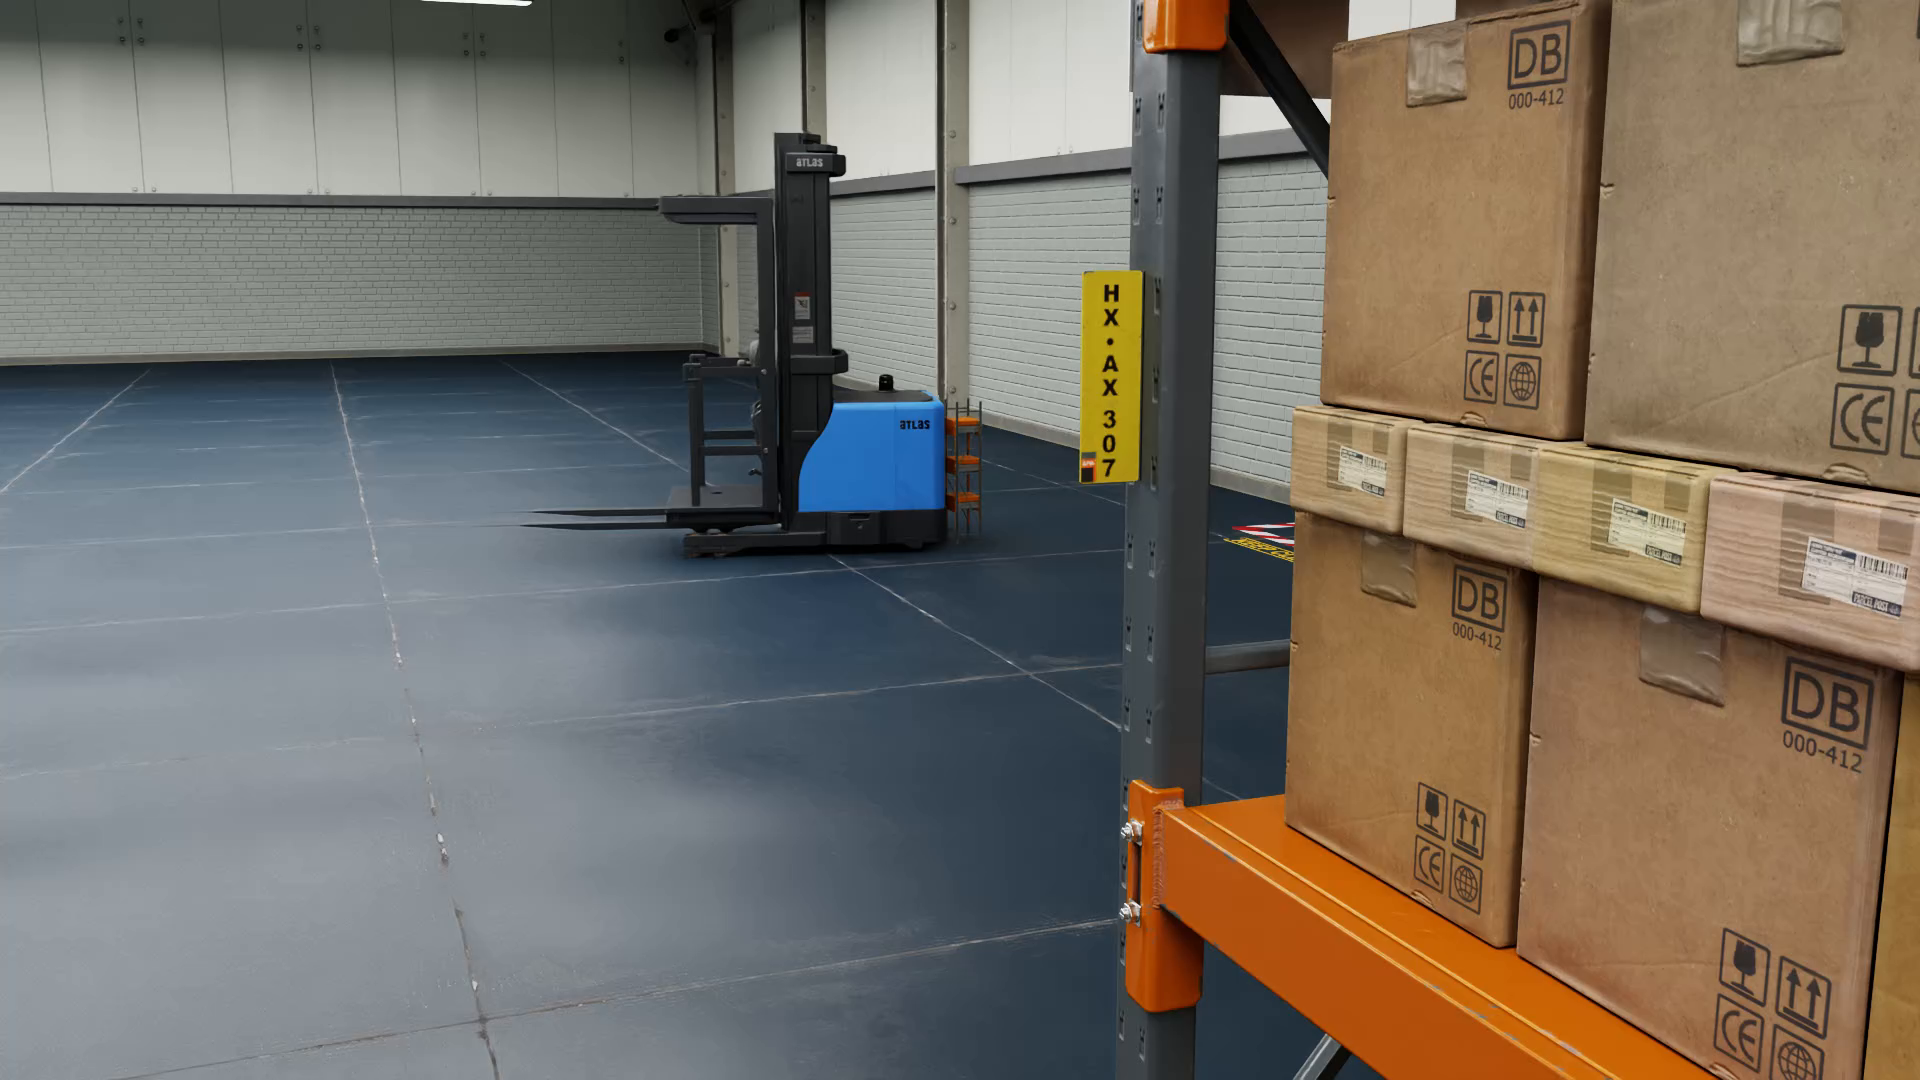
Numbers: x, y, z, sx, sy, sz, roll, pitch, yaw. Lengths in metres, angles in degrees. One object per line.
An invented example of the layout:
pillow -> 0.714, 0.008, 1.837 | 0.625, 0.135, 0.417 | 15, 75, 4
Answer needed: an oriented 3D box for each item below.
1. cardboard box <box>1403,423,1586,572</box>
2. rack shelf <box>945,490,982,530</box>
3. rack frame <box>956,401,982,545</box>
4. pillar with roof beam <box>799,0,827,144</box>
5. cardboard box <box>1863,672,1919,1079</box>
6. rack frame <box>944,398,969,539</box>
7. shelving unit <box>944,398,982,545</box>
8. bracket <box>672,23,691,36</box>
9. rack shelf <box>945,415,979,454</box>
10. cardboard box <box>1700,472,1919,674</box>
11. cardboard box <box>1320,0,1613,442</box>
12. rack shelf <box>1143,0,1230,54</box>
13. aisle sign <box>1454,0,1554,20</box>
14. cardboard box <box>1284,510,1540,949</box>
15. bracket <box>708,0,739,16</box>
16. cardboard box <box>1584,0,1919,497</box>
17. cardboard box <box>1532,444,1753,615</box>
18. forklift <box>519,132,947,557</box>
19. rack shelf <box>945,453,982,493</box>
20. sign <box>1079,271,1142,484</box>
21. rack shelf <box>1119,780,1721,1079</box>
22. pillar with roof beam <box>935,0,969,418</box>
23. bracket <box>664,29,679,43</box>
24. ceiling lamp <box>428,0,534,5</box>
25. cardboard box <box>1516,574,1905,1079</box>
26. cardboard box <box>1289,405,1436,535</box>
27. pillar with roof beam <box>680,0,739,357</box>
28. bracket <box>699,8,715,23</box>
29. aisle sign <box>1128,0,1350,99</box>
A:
cardboard box -> 0.792, -0.067, 2.097 | 0.380, 0.149, 0.250 | -4, 11, -22
rack shelf -> 0.019, -0.224, 12.330 | 0.215, 0.259, 0.240 | -4, 11, -21
rack frame -> 0.064, -0.488, 12.167 | 0.200, 1.050, 0.008 | -4, 11, -21
pillar with roof beam -> -6.282, -6.673, 24.239 | 9.100, 9.000, 0.400 | -4, 11, -21
cardboard box -> 1.279, 0.375, 1.461 | 0.700, 0.500, 0.500 | -4, 11, -21
rack frame -> -0.025, -0.528, 12.391 | 0.200, 1.050, 0.008 | -4, 11, -21
shelving unit -> 0.019, -0.508, 12.279 | 0.215, 1.050, 0.252 | -4, 11, -21
bracket -> -5.570, -10.033, 32.853 | 0.076, 0.066, 3.189 | -4, 11, -21
rack shelf -> 0.019, -0.777, 12.231 | 0.215, 0.259, 0.240 | -4, 11, -21
cardboard box -> 0.970, 0.015, 1.635 | 0.380, 0.149, 0.250 | -4, 11, -22
cardboard box -> 0.928, -0.422, 2.237 | 0.700, 0.500, 0.500 | -4, 11, -21
rack shelf -> 1.477, -0.616, 0.805 | 1.077, 0.370, 4.000 | -4, 11, -21
aisle sign -> 1.002, -1.129, 2.778 | 0.394, 0.787, 0.004 | -4, 11, -21
cardboard box -> 0.909, 0.208, 2.399 | 0.700, 0.500, 0.500 | -4, 11, -21
bracket -> -3.691, -9.187, 28.094 | 0.076, 0.066, 4.783 | -4, 11, -21
cardboard box -> 1.124, -0.336, 1.756 | 0.700, 0.500, 0.500 | -4, 11, -22
cardboard box -> 0.881, -0.027, 1.867 | 0.380, 0.149, 0.250 | -4, 11, -21
forklift -> -1.649, -1.418, 12.021 | 3.031, 2.935, 1.130 | -1, 10, -6
rack shelf -> 0.019, -0.498, 12.281 | 0.215, 0.259, 0.240 | -4, 11, -21
sign -> 0.233, -0.250, 2.565 | 0.100, 0.325, 0.005 | -4, 11, -21
rack shelf -> 1.477, 0.861, 1.068 | 1.077, 0.370, 4.000 | -4, 11, -21
pillar with roof beam -> -4.108, -5.694, 18.733 | 9.100, 9.000, 0.400 | -4, 11, -21
bracket -> -5.784, -10.130, 33.395 | 0.235, 0.232, 0.430 | -4, 11, -21
ceiling lamp -> -7.667, -9.854, 25.454 | 2.000, 3.185, 0.800 | -4, 11, -21
cardboard box -> 1.104, 0.294, 1.919 | 0.700, 0.500, 0.500 | -4, 11, -19
cardboard box -> 0.693, -0.110, 2.338 | 0.380, 0.149, 0.250 | -4, 11, -21
pillar with roof beam -> -8.456, -7.652, 29.745 | 9.100, 9.000, 0.548 | -4, 11, -21
bracket -> -4.624, -9.607, 30.458 | 0.235, 0.232, 0.430 | -4, 11, -21
aisle sign -> 0.443, -1.091, 2.564 | 0.394, 0.787, 0.004 | -4, 11, -21
